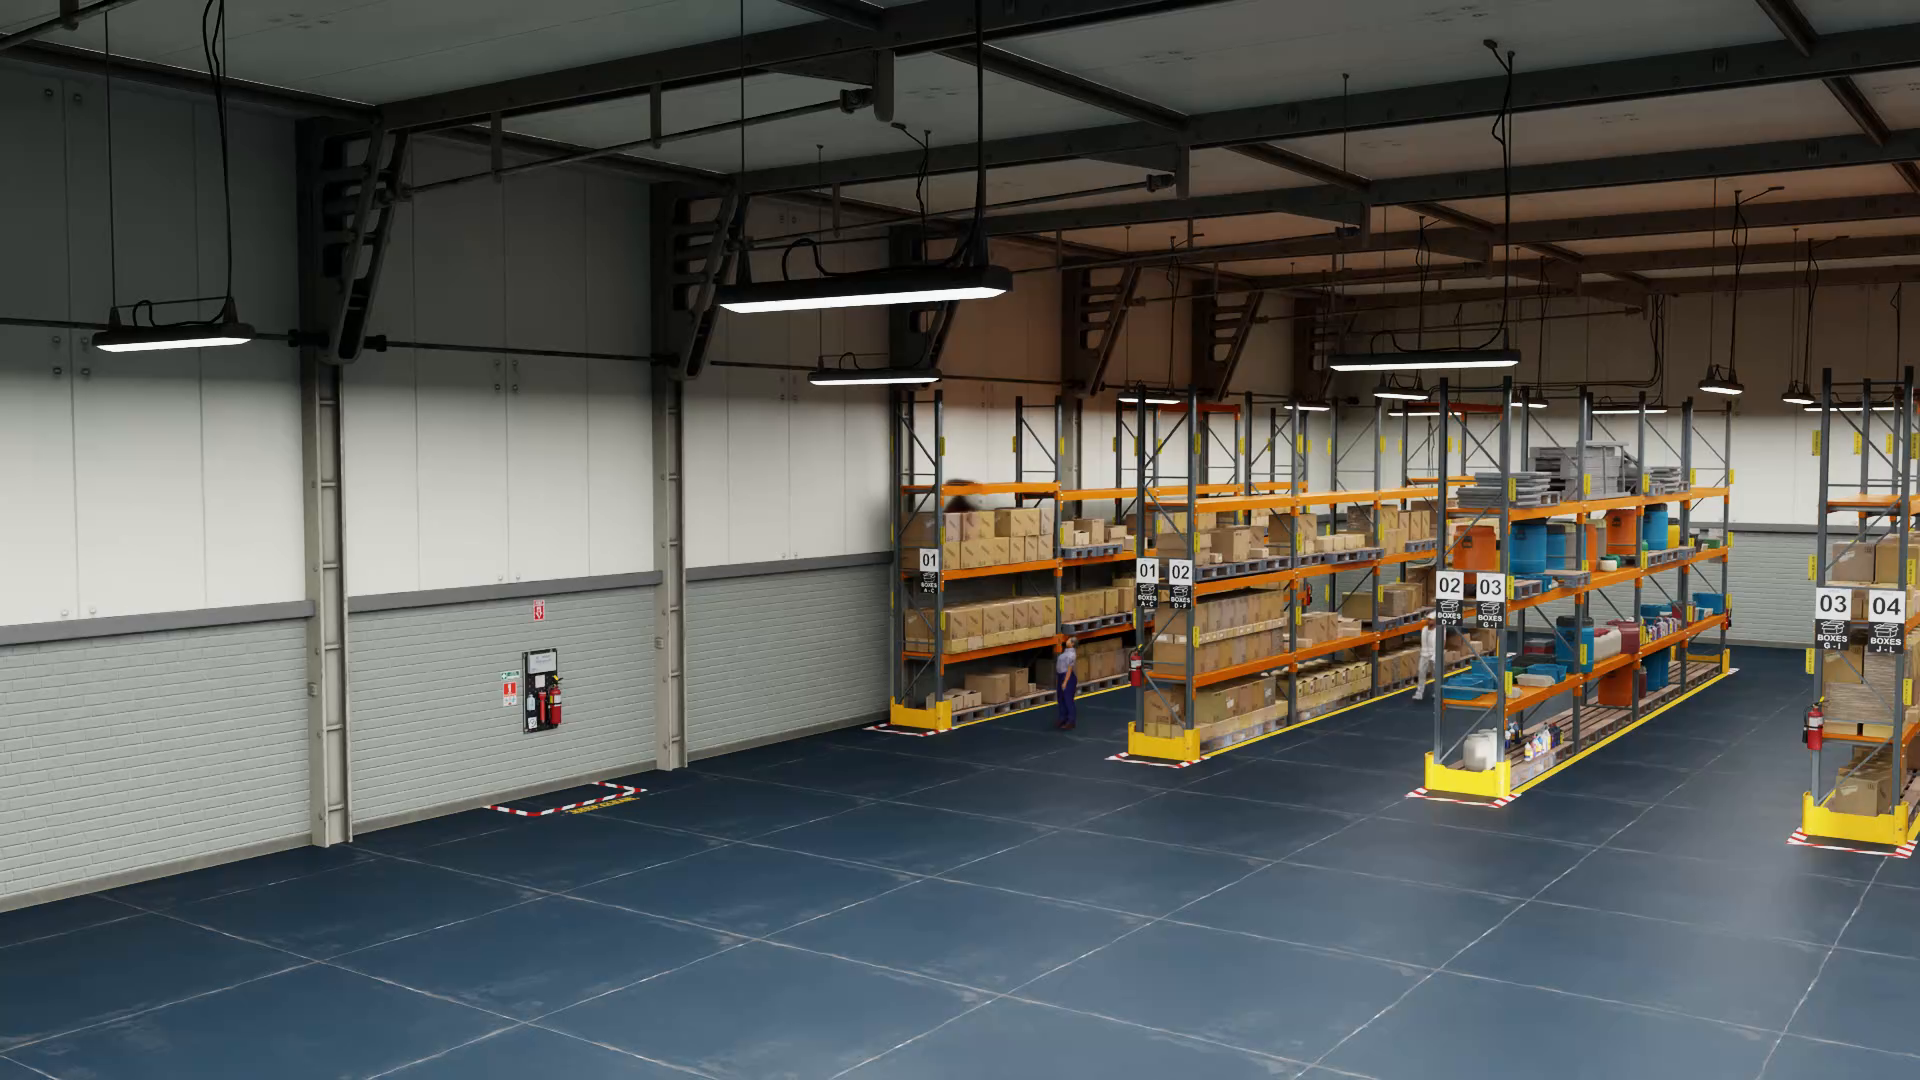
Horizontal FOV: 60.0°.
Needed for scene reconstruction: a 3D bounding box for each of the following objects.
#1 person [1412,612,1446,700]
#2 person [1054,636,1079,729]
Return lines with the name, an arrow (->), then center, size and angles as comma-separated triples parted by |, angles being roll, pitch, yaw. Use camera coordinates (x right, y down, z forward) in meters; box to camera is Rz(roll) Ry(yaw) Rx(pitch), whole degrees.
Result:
person -> 9.239, 2.272, 32.552 | 0.527, 1.711, 1.089 | 2, 4, 32
person -> 1.900, 2.526, 29.592 | 0.397, 1.623, 0.529 | -1, 3, -18
